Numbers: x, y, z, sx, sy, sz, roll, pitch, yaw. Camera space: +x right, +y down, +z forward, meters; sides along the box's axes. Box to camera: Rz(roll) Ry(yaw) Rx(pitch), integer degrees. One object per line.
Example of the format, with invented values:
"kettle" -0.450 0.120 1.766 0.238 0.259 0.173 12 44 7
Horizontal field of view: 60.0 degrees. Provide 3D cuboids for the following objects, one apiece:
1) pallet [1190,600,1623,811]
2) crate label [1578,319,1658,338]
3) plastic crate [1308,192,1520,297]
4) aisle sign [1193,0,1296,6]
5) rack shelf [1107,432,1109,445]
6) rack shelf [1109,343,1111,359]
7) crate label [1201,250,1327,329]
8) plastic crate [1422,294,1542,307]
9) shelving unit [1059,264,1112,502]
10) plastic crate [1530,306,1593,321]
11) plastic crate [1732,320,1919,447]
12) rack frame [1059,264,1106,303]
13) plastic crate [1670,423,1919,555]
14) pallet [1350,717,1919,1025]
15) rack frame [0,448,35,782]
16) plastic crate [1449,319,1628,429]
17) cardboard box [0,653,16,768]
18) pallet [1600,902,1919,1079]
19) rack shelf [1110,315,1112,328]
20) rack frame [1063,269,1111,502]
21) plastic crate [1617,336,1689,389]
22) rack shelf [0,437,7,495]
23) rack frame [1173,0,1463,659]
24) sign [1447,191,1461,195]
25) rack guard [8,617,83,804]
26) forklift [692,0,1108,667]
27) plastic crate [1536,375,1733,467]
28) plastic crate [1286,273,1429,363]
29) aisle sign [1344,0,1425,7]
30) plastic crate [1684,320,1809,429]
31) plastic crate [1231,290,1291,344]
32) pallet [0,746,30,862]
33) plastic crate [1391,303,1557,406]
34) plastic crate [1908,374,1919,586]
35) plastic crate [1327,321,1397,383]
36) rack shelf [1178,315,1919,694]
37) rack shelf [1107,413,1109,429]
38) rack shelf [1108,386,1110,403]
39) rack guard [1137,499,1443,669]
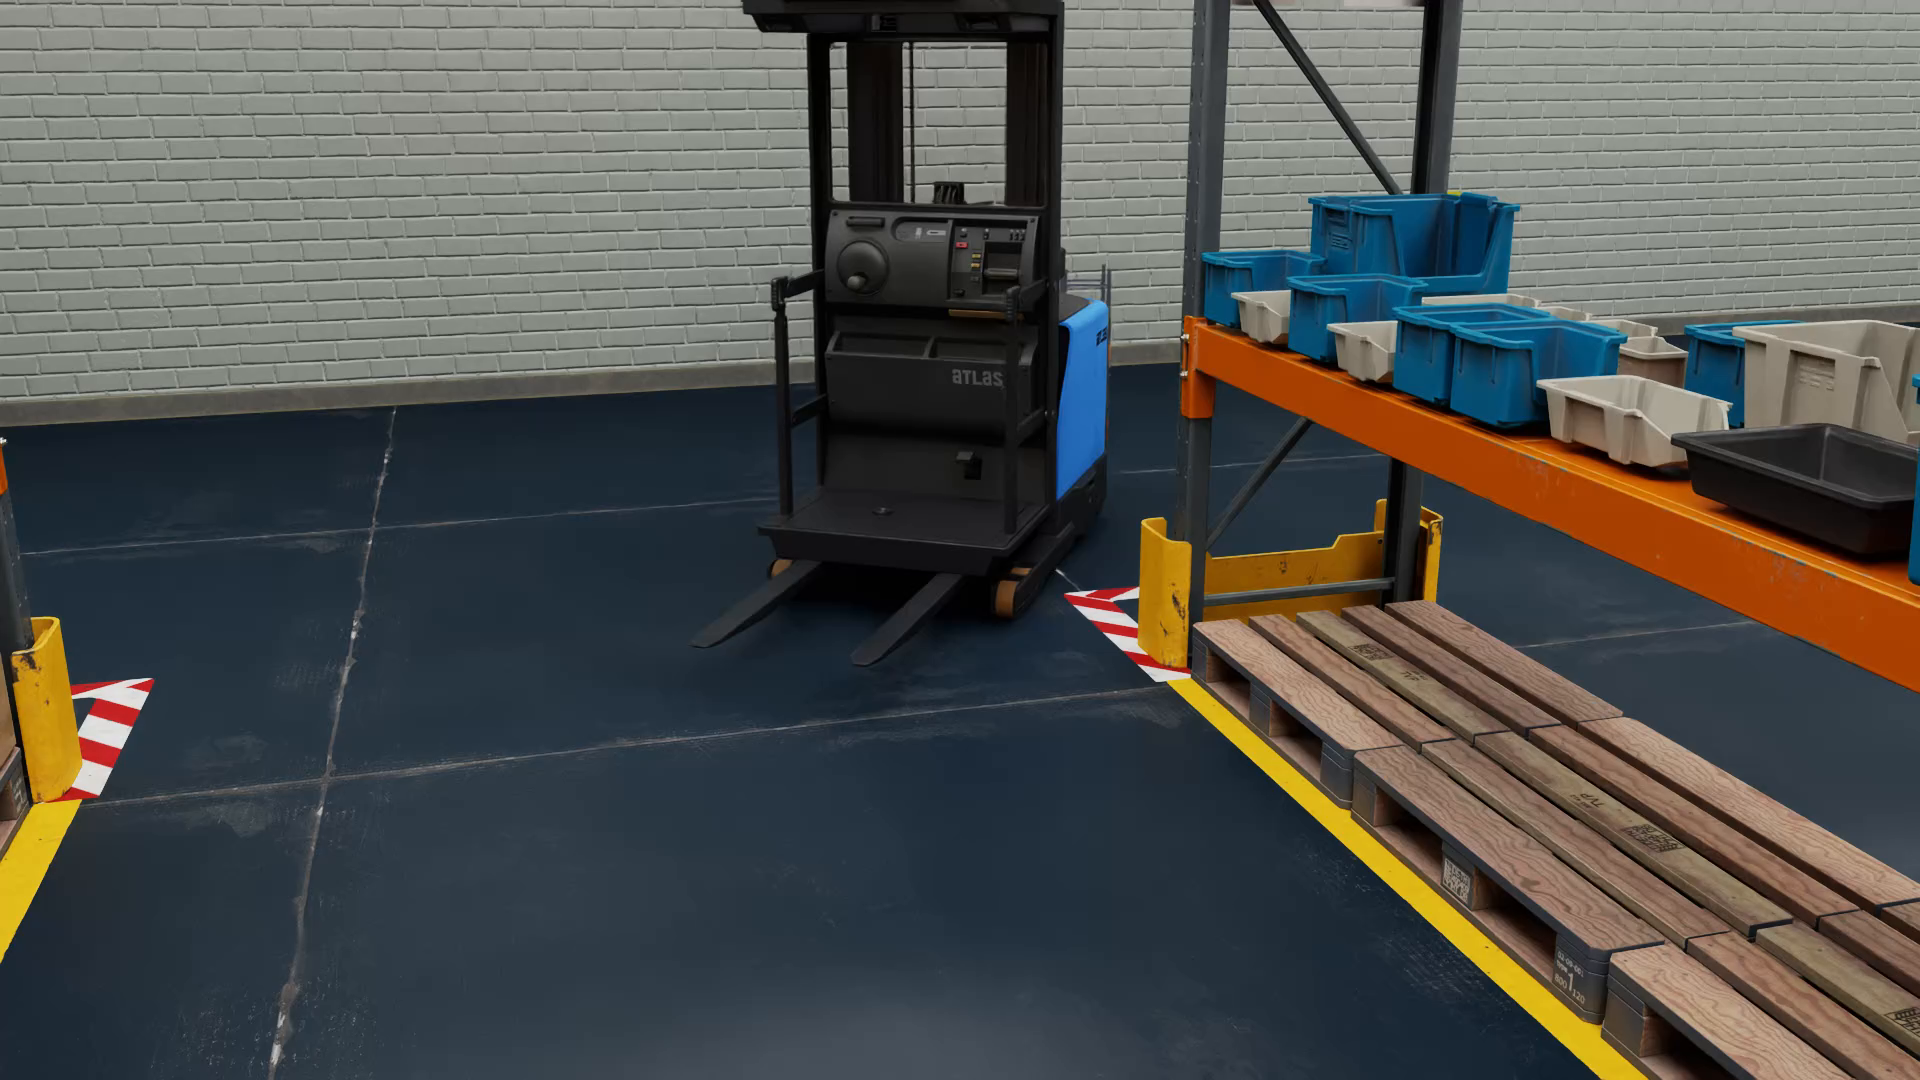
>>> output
"pallet" 1.505 0.536 5.802 1.003 0.211 1.213 -5 17 -15
"crate label" 1.879 -0.566 4.976 0.396 0.136 0.243 -5 17 -15
"plastic crate" 1.587 -0.999 5.898 0.616 0.435 0.499 -5 17 -15
"aisle sign" 1.010 -2.273 5.785 0.394 0.787 0.004 -5 17 -15
"rack shelf" 0.628 -0.526 8.606 0.258 0.103 0.180 -1 17 -3
"rack shelf" 0.628 -0.986 8.468 0.258 0.103 0.180 -1 17 -3
"crate label" 1.067 -0.885 5.872 0.416 0.233 0.303 -5 17 -15
"plastic crate" 1.713 -0.722 5.497 0.396 0.136 0.243 -5 17 -15
"shelving unit" 0.628 -0.798 8.524 0.258 1.200 0.189 -1 17 -3
"plastic crate" 1.779 -0.641 5.226 0.396 0.136 0.243 -5 17 -15
"plastic crate" 2.172 -0.334 3.950 0.437 0.282 0.530 -5 17 -15
"rack frame" 0.622 -0.825 8.612 0.240 1.200 0.006 -1 17 -3
"plastic crate" 1.849 -0.110 3.478 0.437 0.125 0.590 -5 17 -15
"pallet" 1.836 0.872 4.681 1.003 0.211 1.213 -5 17 -15
"rack frame" -3.448 -0.641 4.871 1.000 3.000 0.127 -5 17 -15
"plastic crate" 1.511 -0.438 4.383 0.416 0.233 0.300 -5 17 -15
"cardboard box" -3.062 0.477 4.731 0.500 0.500 0.500 -5 17 -15
"pallet" 2.175 1.210 3.555 1.003 0.211 1.213 -5 17 -15
"rack shelf" 0.628 -1.101 8.433 0.258 0.103 0.180 -1 17 -3
"rack frame" 0.633 -0.772 8.437 0.240 1.200 0.006 -1 17 -3
"plastic crate" 1.978 -0.486 4.708 0.298 0.136 0.250 -5 17 -15
"rack shelf" -2.899 0.257 3.132 1.077 0.370 4.000 -5 17 -15
"rack frame" 1.315 -1.031 6.171 1.000 3.000 0.127 -5 17 -15
"sign" 1.840 -1.157 6.307 0.100 0.325 0.005 -5 17 -15
"rack guard" -3.428 0.578 5.160 1.175 0.500 0.348 -5 17 -15
"forklift" -0.187 -1.202 6.858 1.130 2.935 3.031 5 17 17
"plastic crate" 1.647 -0.285 4.041 0.293 0.136 0.466 -5 17 -15
"plastic crate" 1.247 -0.703 5.266 0.416 0.233 0.300 -5 17 -15
"aisle sign" 1.577 -2.319 5.940 0.394 0.787 0.004 -5 17 -15
"plastic crate" 2.126 -0.432 4.363 0.416 0.233 0.300 -5 17 -15
"plastic crate" 1.075 -0.744 5.569 0.250 0.136 0.298 -5 17 -15
"pallet" -3.208 0.937 4.468 1.003 0.211 1.213 -5 17 -15
"plastic crate" 1.428 -0.521 4.660 0.416 0.233 0.300 -5 17 -15
"plastic crate" 1.958 -0.048 2.821 0.392 0.384 0.575 -5 17 -15
"plastic crate" 1.262 -0.556 4.944 0.250 0.136 0.298 -5 17 -15
"rack shelf" 1.865 -0.133 4.433 1.077 0.370 4.000 -5 17 -15
"rack shelf" 0.628 -0.641 8.572 0.258 0.103 0.180 -1 17 -3
"rack shelf" 0.628 -0.756 8.537 0.258 0.103 0.180 -1 17 -3
"rack guard" 1.296 0.160 6.549 1.175 0.500 0.348 -5 17 -15
